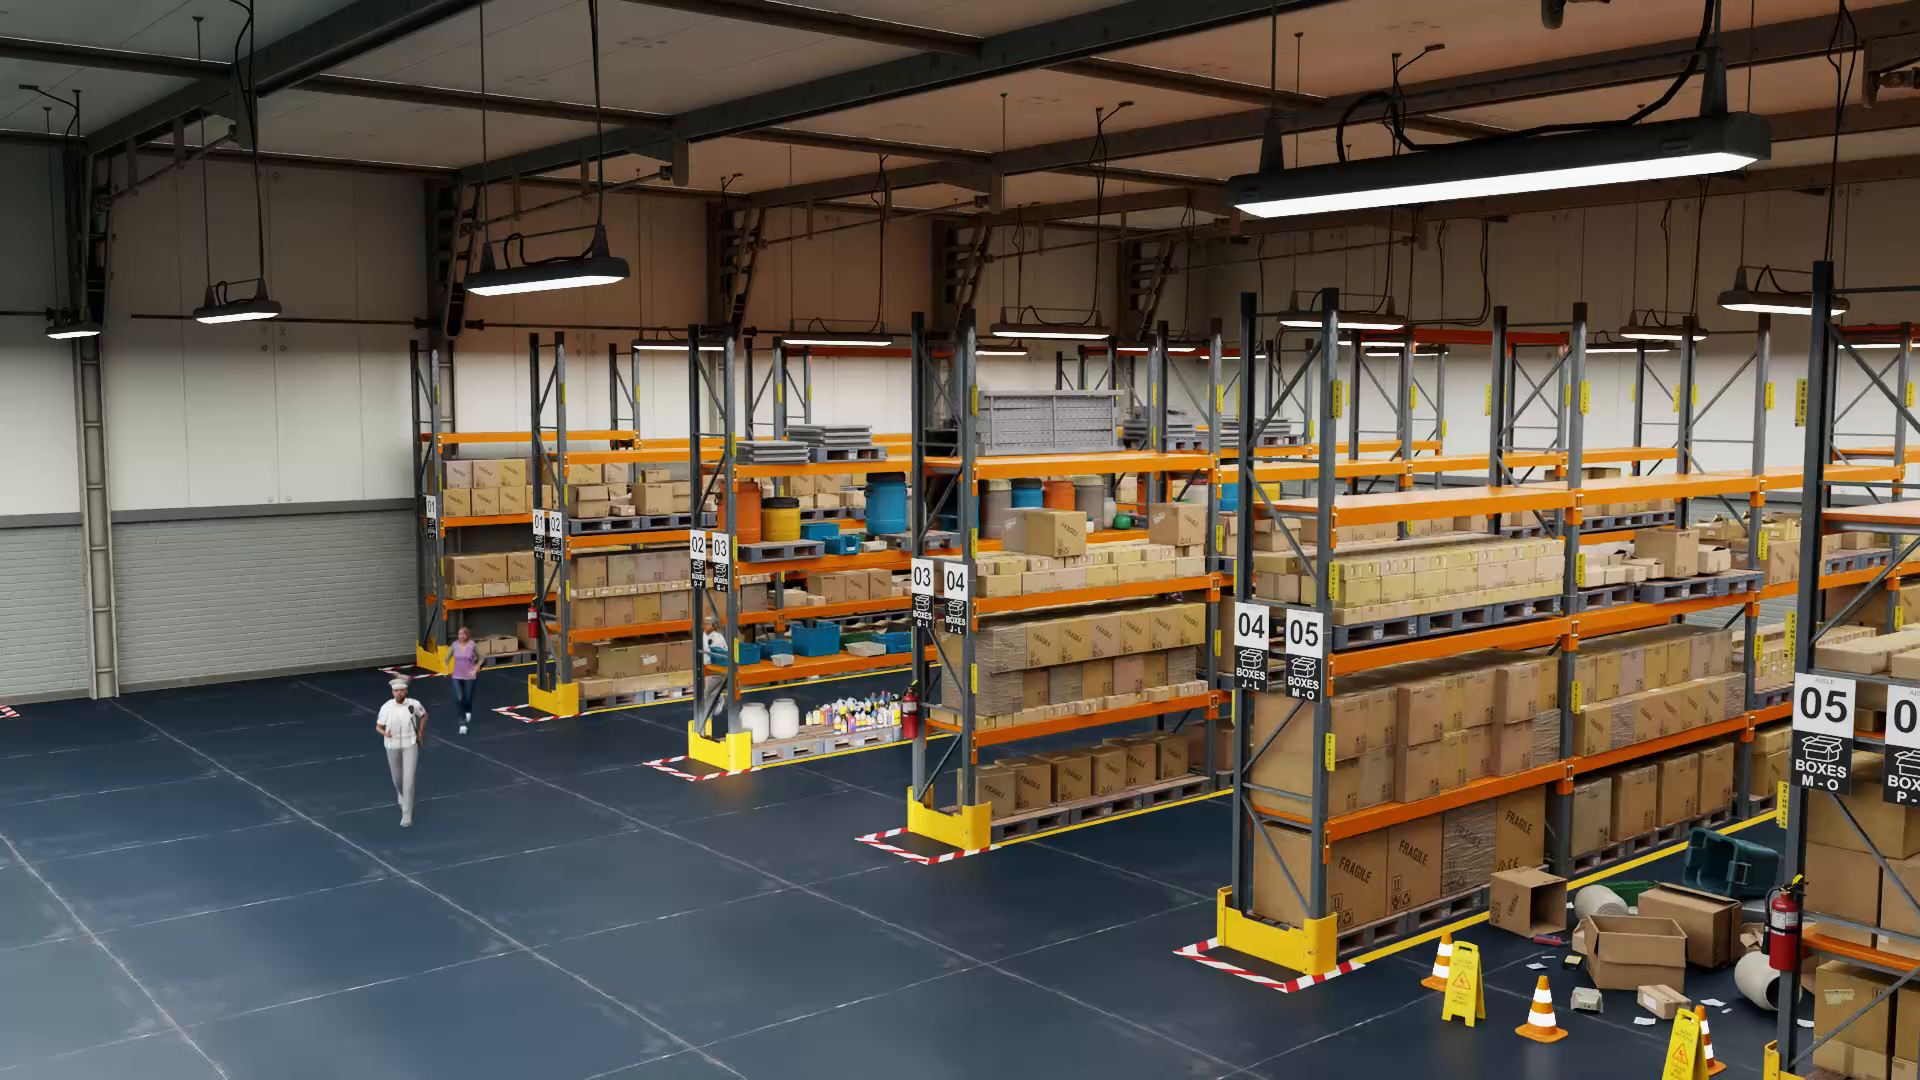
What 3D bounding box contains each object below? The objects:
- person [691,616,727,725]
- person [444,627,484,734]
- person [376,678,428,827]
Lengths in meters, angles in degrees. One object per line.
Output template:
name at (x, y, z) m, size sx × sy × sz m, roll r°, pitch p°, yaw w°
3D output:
person at (-3.691, 1.936, 24.747) m, size 0.613 × 1.621 × 0.691 m, roll 4°, pitch 7°, yaw 38°
person at (-7.455, 2.091, 24.993) m, size 0.586 × 1.589 × 0.606 m, roll -1°, pitch 5°, yaw -6°
person at (-6.674, 2.481, 19.860) m, size 0.554 × 1.713 × 0.924 m, roll -1°, pitch 5°, yaw -14°
